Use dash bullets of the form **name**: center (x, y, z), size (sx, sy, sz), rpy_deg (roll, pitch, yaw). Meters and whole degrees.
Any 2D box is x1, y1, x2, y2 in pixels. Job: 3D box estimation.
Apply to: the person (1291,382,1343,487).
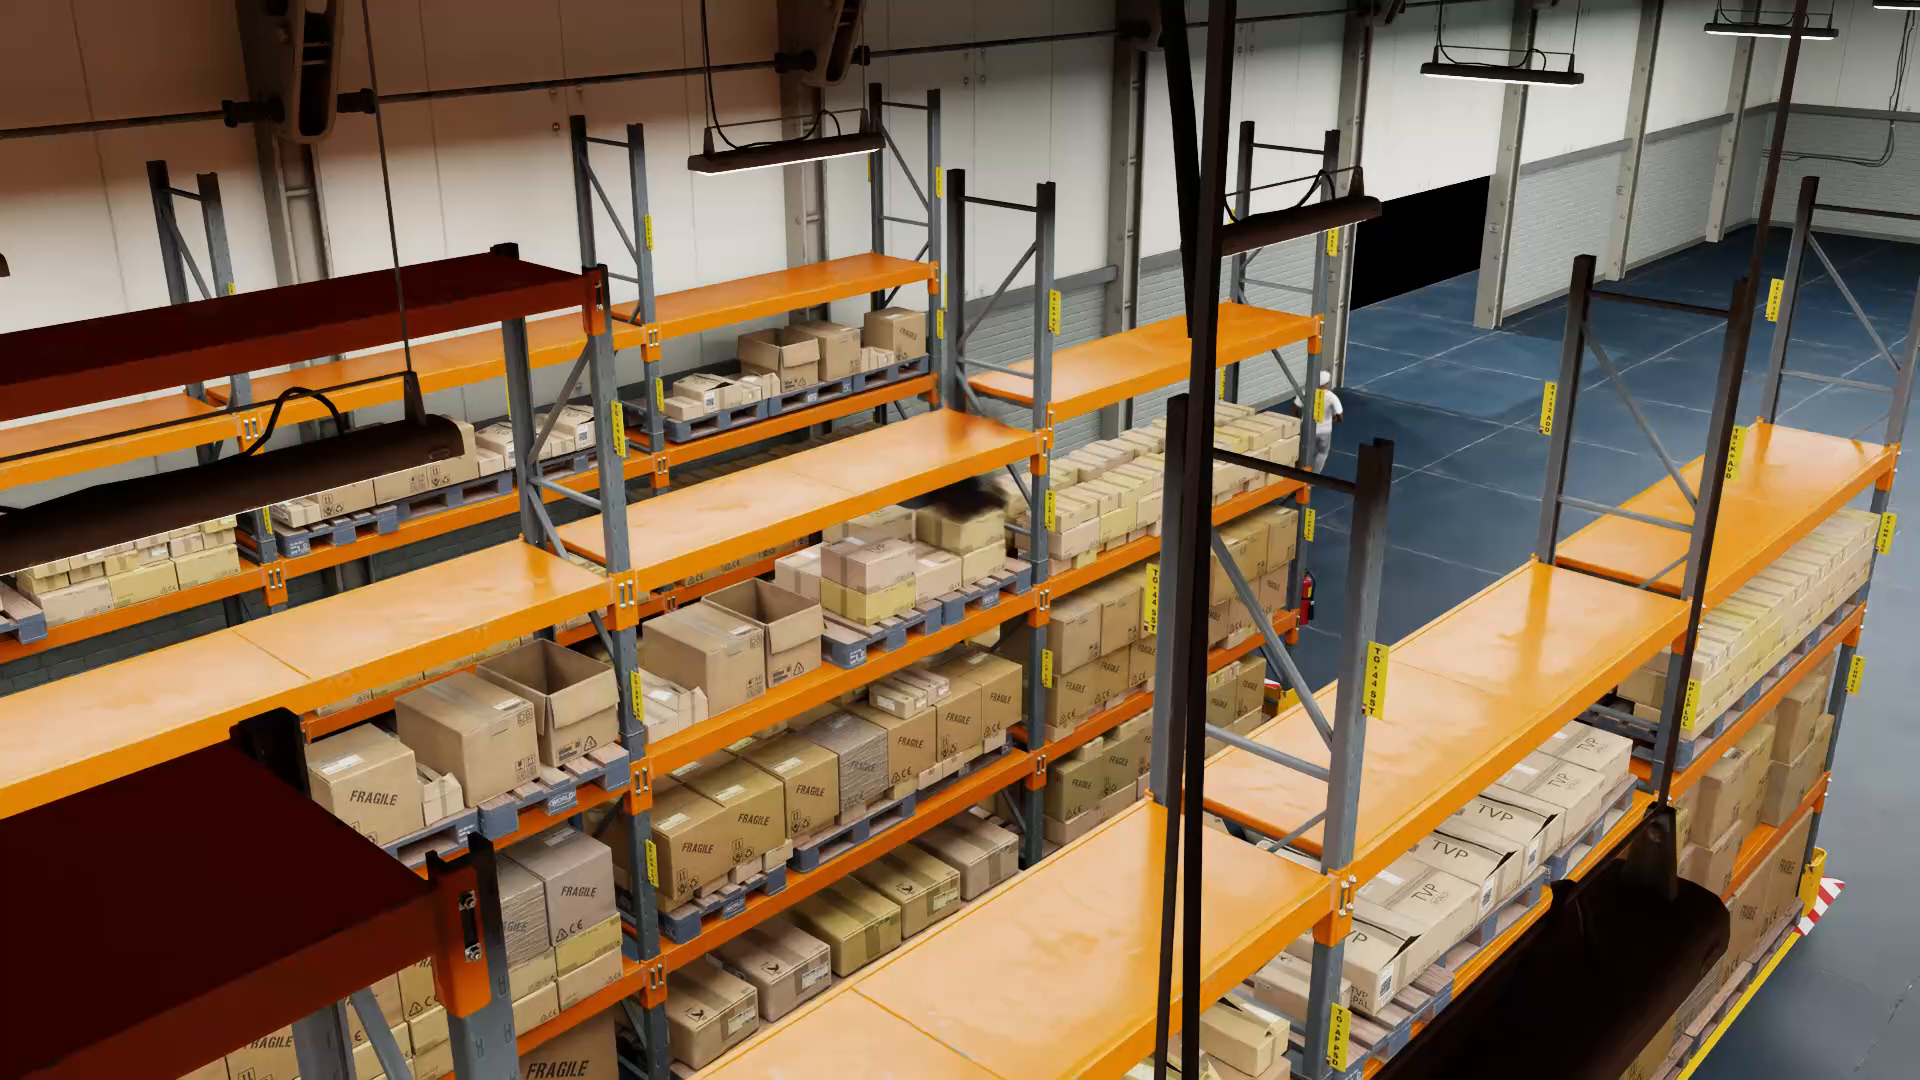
- **person**: center (5.094, -1.567, 23.754), size (0.736, 1.690, 0.613), rpy_deg (11, 24, 26)
